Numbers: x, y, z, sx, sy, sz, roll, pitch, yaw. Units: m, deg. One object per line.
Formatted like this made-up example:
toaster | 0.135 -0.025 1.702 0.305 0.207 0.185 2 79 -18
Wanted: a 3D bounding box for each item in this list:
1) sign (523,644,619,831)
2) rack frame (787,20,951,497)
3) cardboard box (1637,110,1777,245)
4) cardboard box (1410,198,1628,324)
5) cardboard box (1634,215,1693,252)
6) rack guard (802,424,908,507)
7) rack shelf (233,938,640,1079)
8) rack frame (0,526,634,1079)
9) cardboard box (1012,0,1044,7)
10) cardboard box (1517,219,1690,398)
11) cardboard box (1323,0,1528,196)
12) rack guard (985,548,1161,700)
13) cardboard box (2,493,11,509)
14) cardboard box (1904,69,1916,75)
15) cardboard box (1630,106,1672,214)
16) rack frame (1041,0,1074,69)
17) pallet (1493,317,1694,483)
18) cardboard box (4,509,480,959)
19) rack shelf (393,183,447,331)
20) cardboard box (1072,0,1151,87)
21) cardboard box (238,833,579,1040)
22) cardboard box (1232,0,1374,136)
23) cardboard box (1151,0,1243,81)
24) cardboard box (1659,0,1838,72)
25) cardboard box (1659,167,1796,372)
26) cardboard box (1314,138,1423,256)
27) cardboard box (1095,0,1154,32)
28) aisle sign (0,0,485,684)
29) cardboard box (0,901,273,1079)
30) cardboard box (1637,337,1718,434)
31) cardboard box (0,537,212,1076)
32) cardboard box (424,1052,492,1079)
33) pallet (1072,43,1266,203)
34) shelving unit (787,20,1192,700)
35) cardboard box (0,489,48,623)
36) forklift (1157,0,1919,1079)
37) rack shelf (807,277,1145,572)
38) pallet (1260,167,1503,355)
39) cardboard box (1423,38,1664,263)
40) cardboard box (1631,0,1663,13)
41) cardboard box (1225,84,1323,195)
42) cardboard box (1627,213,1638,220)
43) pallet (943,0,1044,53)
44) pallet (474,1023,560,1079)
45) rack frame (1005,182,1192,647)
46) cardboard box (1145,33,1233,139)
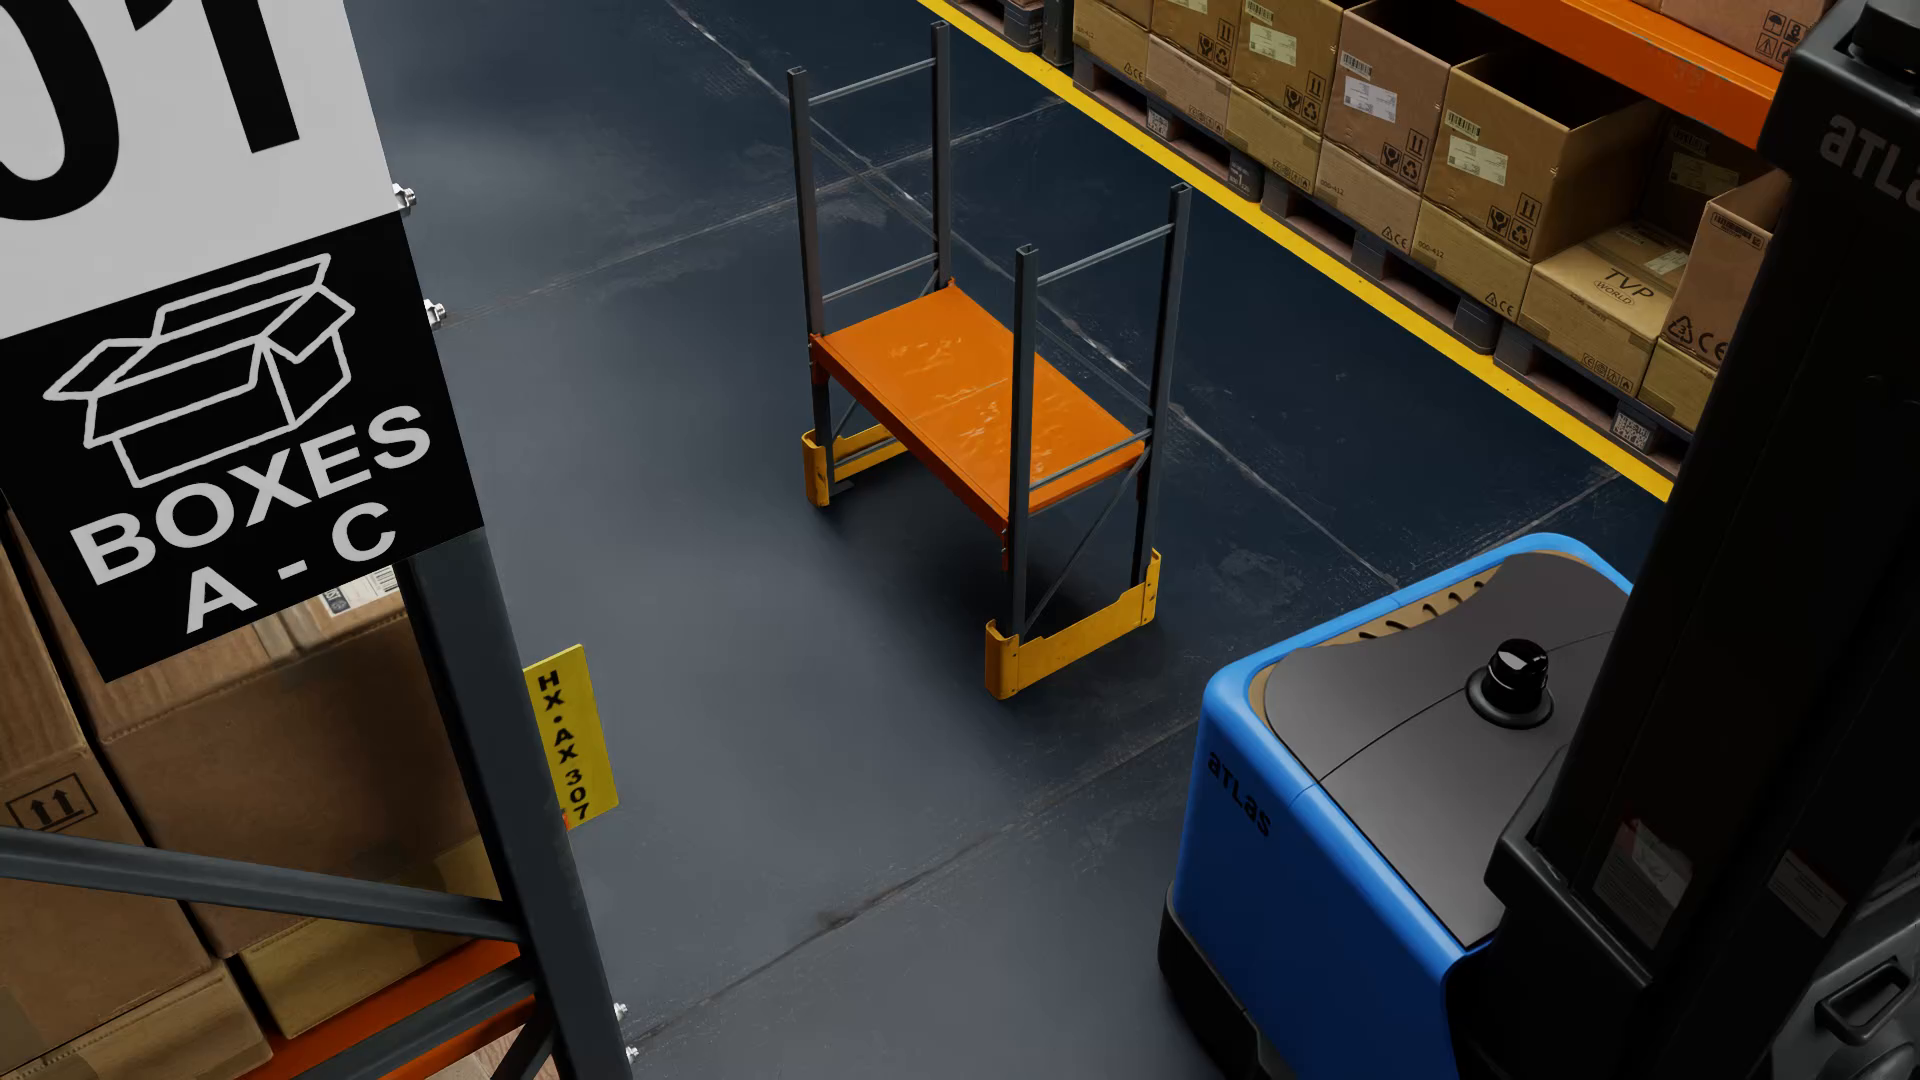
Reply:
sign | -0.514 0.267 2.171 0.100 0.325 0.005 -26 49 -24
rack frame | -0.242 -0.782 4.983 0.500 1.500 0.032 -26 49 -24
cardboard box | 2.690 -1.267 5.549 0.500 0.500 0.500 -26 49 -24
cardboard box | 1.969 -1.069 5.885 0.500 0.250 0.500 -26 49 -24
cardboard box | 2.689 -0.995 5.807 0.500 0.250 0.500 -26 49 -24
rack guard | -0.241 -0.329 5.414 0.587 0.250 0.087 -26 49 -24
rack shelf | -2.103 -0.078 3.680 1.077 0.370 4.000 -26 49 -24
rack frame | -0.956 0.793 2.247 0.949 2.616 0.053 -26 49 -24
cardboard box | 0.339 -2.707 7.601 0.500 0.250 0.500 -26 50 -25
cardboard box | 2.257 -0.787 5.589 0.500 0.250 0.500 -26 49 -24
cardboard box | 1.682 -1.623 5.922 0.500 0.500 0.500 -26 49 -24
rack guard | 0.329 0.235 4.823 0.587 0.250 0.087 -26 49 -24
cardboard box | -1.260 -0.102 2.736 0.500 0.500 0.500 -26 49 -24
cardboard box | 2.845 -1.470 4.545 0.700 0.500 0.500 -26 49 -24
cardboard box | 2.393 -1.545 5.840 0.500 0.500 0.500 -26 49 -24
rack frame | 0.814 -3.430 6.670 1.000 3.000 0.127 -26 49 -24
pallet | 2.630 -0.572 5.696 1.003 0.211 1.213 -26 49 -24
cardboard box | -0.986 0.181 2.439 0.500 0.500 0.500 -26 49 -24
rack shelf | -2.103 -1.163 2.644 1.077 0.370 4.000 -26 49 -24
cardboard box | 0.830 -2.205 7.074 0.500 0.250 0.500 -26 49 -24
cardboard box | -0.978 0.440 2.711 0.500 0.250 0.500 -27 50 -26
cardboard box | 1.394 -1.906 6.218 0.500 0.500 0.500 -26 49 -24
cardboard box | 1.115 -2.192 6.518 0.500 0.500 0.500 -26 49 -24
cardboard box | 2.541 -1.765 4.855 0.700 0.500 0.500 -24 49 -23
cardboard box | 2.551 -0.779 5.038 0.500 0.500 0.500 -26 49 -24
cardboard box | 1.685 -1.353 6.182 0.500 0.250 0.500 -26 49 -24
cardboard box | 0.822 -2.472 6.811 0.500 0.500 0.500 -26 49 -24
aisle sign | -0.672 -0.223 1.429 0.394 0.787 0.004 -26 49 -24
cardboard box | -1.385 0.654 2.487 0.500 0.250 0.500 -25 49 -24
cardboard box | 2.553 -0.509 5.298 0.500 0.250 0.500 -26 49 -24
cardboard box | -1.403 0.388 2.223 0.500 0.500 0.500 -26 50 -25
cardboard box | -1.281 1.181 3.469 0.500 0.311 0.500 -31 52 -29
pallet | 1.234 -1.954 7.144 1.003 0.211 1.213 -26 49 -24
shelving unit | 0.044 -0.499 4.687 0.587 1.500 1.083 -26 49 -24
cardboard box | -1.683 0.099 2.526 0.500 0.500 0.500 -25 49 -24
forklift | 1.631 0.730 2.363 1.130 2.935 3.031 -21 47 -20
rack shelf | 0.049 -0.364 4.806 0.538 0.185 1.000 -26 49 -24
pallet | 1.936 -1.263 6.420 1.003 0.211 1.213 -26 49 -24
cardboard box | 1.967 -1.340 5.625 0.500 0.500 0.500 -26 49 -24
cardboard box | 2.262 -2.049 5.151 0.700 0.500 0.500 -25 49 -24
cardboard box | 1.394 -1.634 6.477 0.500 0.250 0.500 -26 49 -24
cardboard box | 2.403 -1.278 6.104 0.500 0.250 0.500 -26 49 -24
pallet | 0.360 -2.823 8.054 1.003 0.211 1.213 -26 49 -24
pallet | -1.438 1.286 3.750 1.003 0.211 1.213 -26 49 -24
rack frame | 0.340 -0.206 4.380 0.500 1.500 0.032 -26 49 -24
cardboard box | 1.112 -1.919 6.775 0.500 0.250 0.500 -26 49 -24
